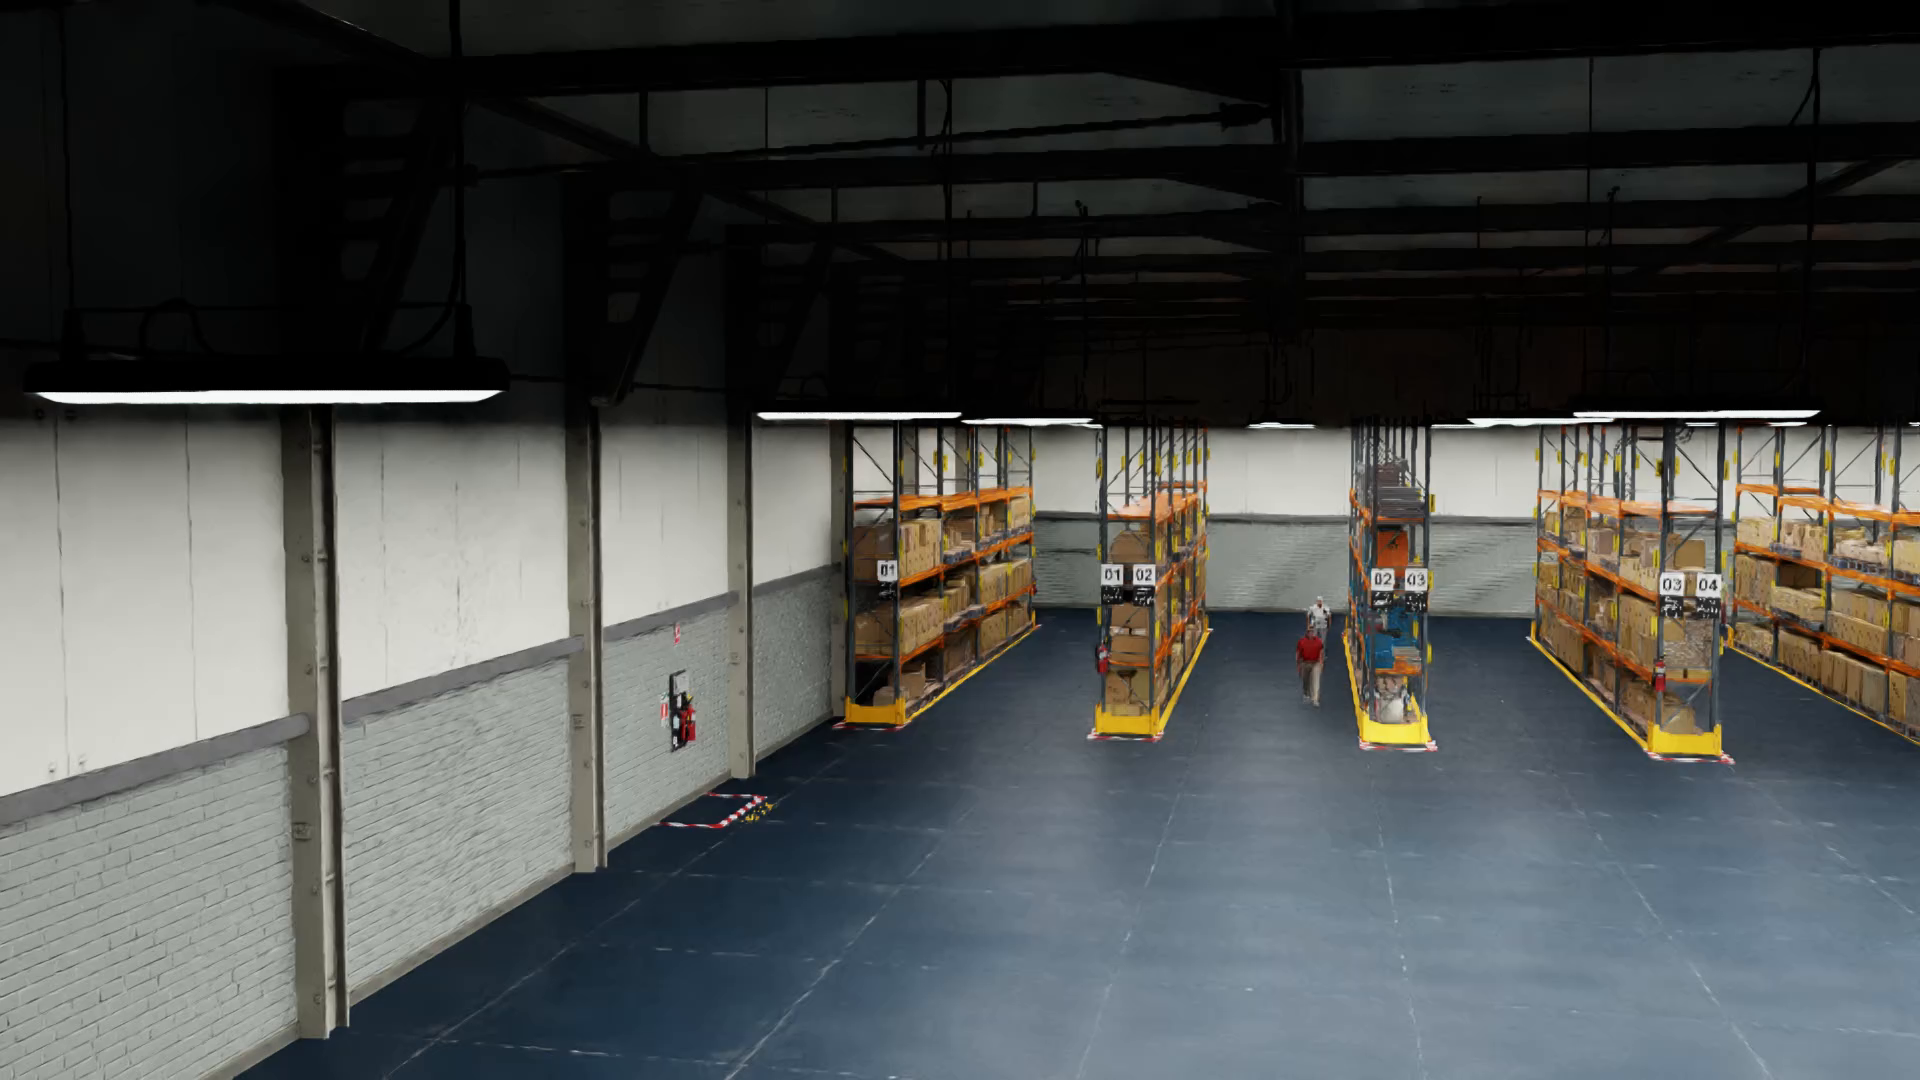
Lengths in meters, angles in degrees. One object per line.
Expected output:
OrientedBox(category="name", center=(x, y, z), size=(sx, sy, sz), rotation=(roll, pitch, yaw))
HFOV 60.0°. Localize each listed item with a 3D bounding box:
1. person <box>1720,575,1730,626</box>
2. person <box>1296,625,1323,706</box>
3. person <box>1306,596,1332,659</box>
OrientedBox(category="person", center=(21.819, 1.738, 47.757), size=(0.492, 1.609, 0.953), rotation=(2, 5, 32))
OrientedBox(category="person", center=(7.255, 2.584, 34.532), size=(0.542, 1.645, 1.126), rotation=(1, 4, 14))
OrientedBox(category="person", center=(8.931, 2.171, 41.384), size=(0.625, 1.611, 0.575), rotation=(1, 4, 10))
